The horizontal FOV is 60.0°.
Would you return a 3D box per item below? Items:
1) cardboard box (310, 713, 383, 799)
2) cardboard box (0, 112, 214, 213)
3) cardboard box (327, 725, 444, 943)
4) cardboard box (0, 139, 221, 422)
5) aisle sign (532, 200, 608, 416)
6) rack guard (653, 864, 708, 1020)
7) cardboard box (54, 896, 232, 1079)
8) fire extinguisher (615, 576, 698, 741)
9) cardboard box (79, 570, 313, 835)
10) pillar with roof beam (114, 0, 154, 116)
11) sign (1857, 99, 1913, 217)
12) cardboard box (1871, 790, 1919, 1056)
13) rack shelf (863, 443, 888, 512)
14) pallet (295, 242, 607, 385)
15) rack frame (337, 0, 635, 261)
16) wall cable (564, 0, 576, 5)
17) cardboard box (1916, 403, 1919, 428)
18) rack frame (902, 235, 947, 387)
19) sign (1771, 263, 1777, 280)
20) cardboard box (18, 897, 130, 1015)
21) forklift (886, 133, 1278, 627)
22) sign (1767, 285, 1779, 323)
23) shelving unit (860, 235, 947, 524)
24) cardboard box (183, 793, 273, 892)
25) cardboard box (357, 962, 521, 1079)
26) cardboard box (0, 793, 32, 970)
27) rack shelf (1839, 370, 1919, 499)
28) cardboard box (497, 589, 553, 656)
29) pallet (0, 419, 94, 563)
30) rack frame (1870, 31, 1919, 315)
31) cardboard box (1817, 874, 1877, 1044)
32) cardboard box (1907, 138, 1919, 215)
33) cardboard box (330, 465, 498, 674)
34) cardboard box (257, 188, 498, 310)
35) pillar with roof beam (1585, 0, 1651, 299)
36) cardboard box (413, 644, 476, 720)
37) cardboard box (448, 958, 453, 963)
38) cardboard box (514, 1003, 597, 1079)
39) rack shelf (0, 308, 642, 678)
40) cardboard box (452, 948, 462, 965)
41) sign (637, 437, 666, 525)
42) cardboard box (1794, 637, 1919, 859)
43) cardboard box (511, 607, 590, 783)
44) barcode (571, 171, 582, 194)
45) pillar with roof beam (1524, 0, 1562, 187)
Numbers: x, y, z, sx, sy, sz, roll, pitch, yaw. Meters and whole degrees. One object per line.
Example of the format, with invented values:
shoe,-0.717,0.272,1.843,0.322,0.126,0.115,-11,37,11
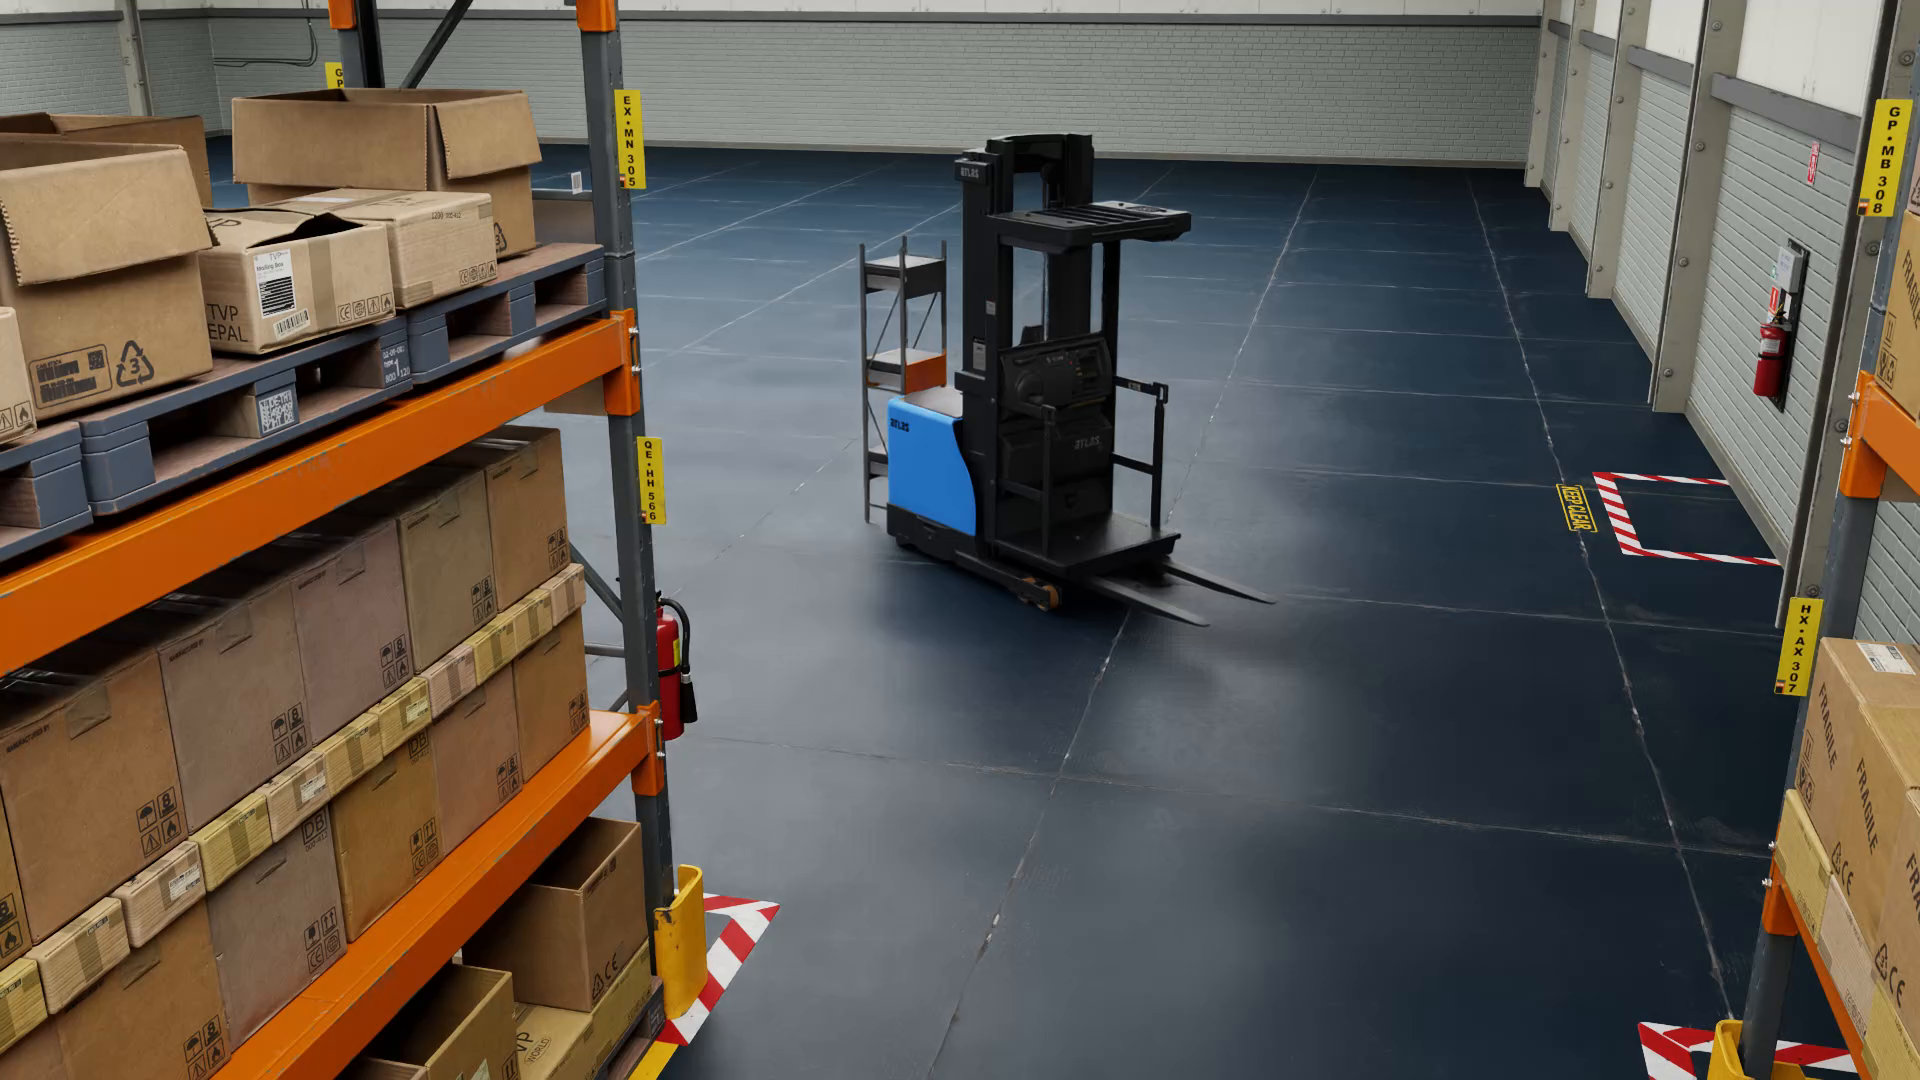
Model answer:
cardboard box,-1.865,0.586,4.674,0.380,0.149,0.250,5,20,15
cardboard box,-2.312,-0.834,4.326,0.500,0.500,0.500,5,19,13
cardboard box,-2.018,0.817,5.000,0.700,0.500,0.500,5,19,14
cardboard box,-2.094,-0.587,3.598,0.797,0.503,0.637,7,20,19
aisle sign,-1.340,-0.829,5.951,0.394,0.787,0.004,5,19,13
rack guard,-1.635,1.574,6.805,1.175,0.500,0.348,5,19,13
cardboard box,-2.267,1.143,4.045,0.700,0.500,0.500,5,19,14
fire extinguisher,-1.162,0.435,6.392,0.296,0.674,0.183,5,19,13
cardboard box,-2.148,0.380,4.272,0.700,0.500,0.500,5,19,13
pillar with roof beam,-15.210,-13.313,37.242,9.100,9.000,0.400,5,19,13
sign,2.637,-1.087,4.736,0.100,0.325,0.005,5,19,13
cardboard box,2.493,0.937,3.844,0.500,0.500,0.500,4,19,12
rack shelf,-0.409,-0.480,12.551,0.431,0.518,0.480,14,23,34
pallet,-1.839,-0.759,5.265,1.003,0.211,1.213,5,19,13
rack frame,-1.641,-2.440,5.409,1.000,3.000,0.127,5,19,13
wall cable,-8.180,-15.326,37.875,2.305,6.003,0.169,5,19,13
cardboard box,2.674,-0.437,3.999,0.500,0.500,0.500,6,20,17
rack frame,-0.263,-1.218,12.505,0.400,2.100,0.015,14,23,34
sign,6.163,-2.007,12.549,0.001,0.109,0.331,5,19,13
cardboard box,-2.116,0.909,3.726,0.380,0.149,0.250,4,19,12
forklift,0.780,-1.107,10.895,1.130,2.935,3.031,-15,24,-36
sign,6.173,-1.757,12.637,0.001,0.329,0.234,5,19,13
shelving unit,-0.409,-1.155,12.320,0.431,2.100,0.503,14,23,34
cardboard box,-1.990,0.744,4.211,0.380,0.149,0.250,4,19,13
cardboard box,-1.714,1.653,5.152,0.500,0.500,0.500,5,19,13
cardboard box,-2.394,0.694,3.355,0.700,0.500,0.500,5,19,13
rack shelf,2.675,0.337,3.033,1.077,0.370,4.000,5,19,13
cardboard box,-1.612,0.262,5.622,0.380,0.149,0.250,5,20,15
pallet,-2.435,0.006,3.026,1.003,0.211,1.213,5,19,13
rack frame,3.164,-2.050,4.267,1.000,3.000,0.127,5,19,13
cardboard box,2.623,1.142,4.403,0.500,0.250,0.500,4,19,12
cardboard box,2.834,-1.059,4.273,0.500,0.500,0.500,3,19,9
cardboard box,-1.904,0.065,5.195,0.700,0.500,0.500,4,19,12
cardboard box,-1.667,-0.833,4.710,0.500,0.250,0.500,5,19,13
pillar with roof beam,4.055,-7.744,20.937,9.100,9.000,0.400,5,19,13
cardboard box,-1.738,0.421,5.157,0.380,0.149,0.250,5,19,14
cardboard box,-2.108,1.454,5.734,0.500,0.500,0.500,5,19,13
cardboard box,-1.596,1.851,5.733,0.500,0.250,0.500,5,19,13
rack shelf,-2.130,-0.053,4.175,1.077,0.370,4.000,5,19,13
cardboard box,-1.988,1.652,6.314,0.500,0.250,0.500,5,19,13
sign,-1.118,-0.214,6.015,0.100,0.325,0.005,5,19,13
cardboard box,2.755,0.622,4.768,0.500,0.500,0.500,5,19,13
cardboard box,-1.767,0.497,5.937,0.700,0.500,0.500,5,19,13
barcode,-1.247,-1.162,5.411,0.001,0.075,0.075,5,19,13
pillar with roof beam,6.987,-11.505,31.949,9.100,9.000,0.400,5,19,13
